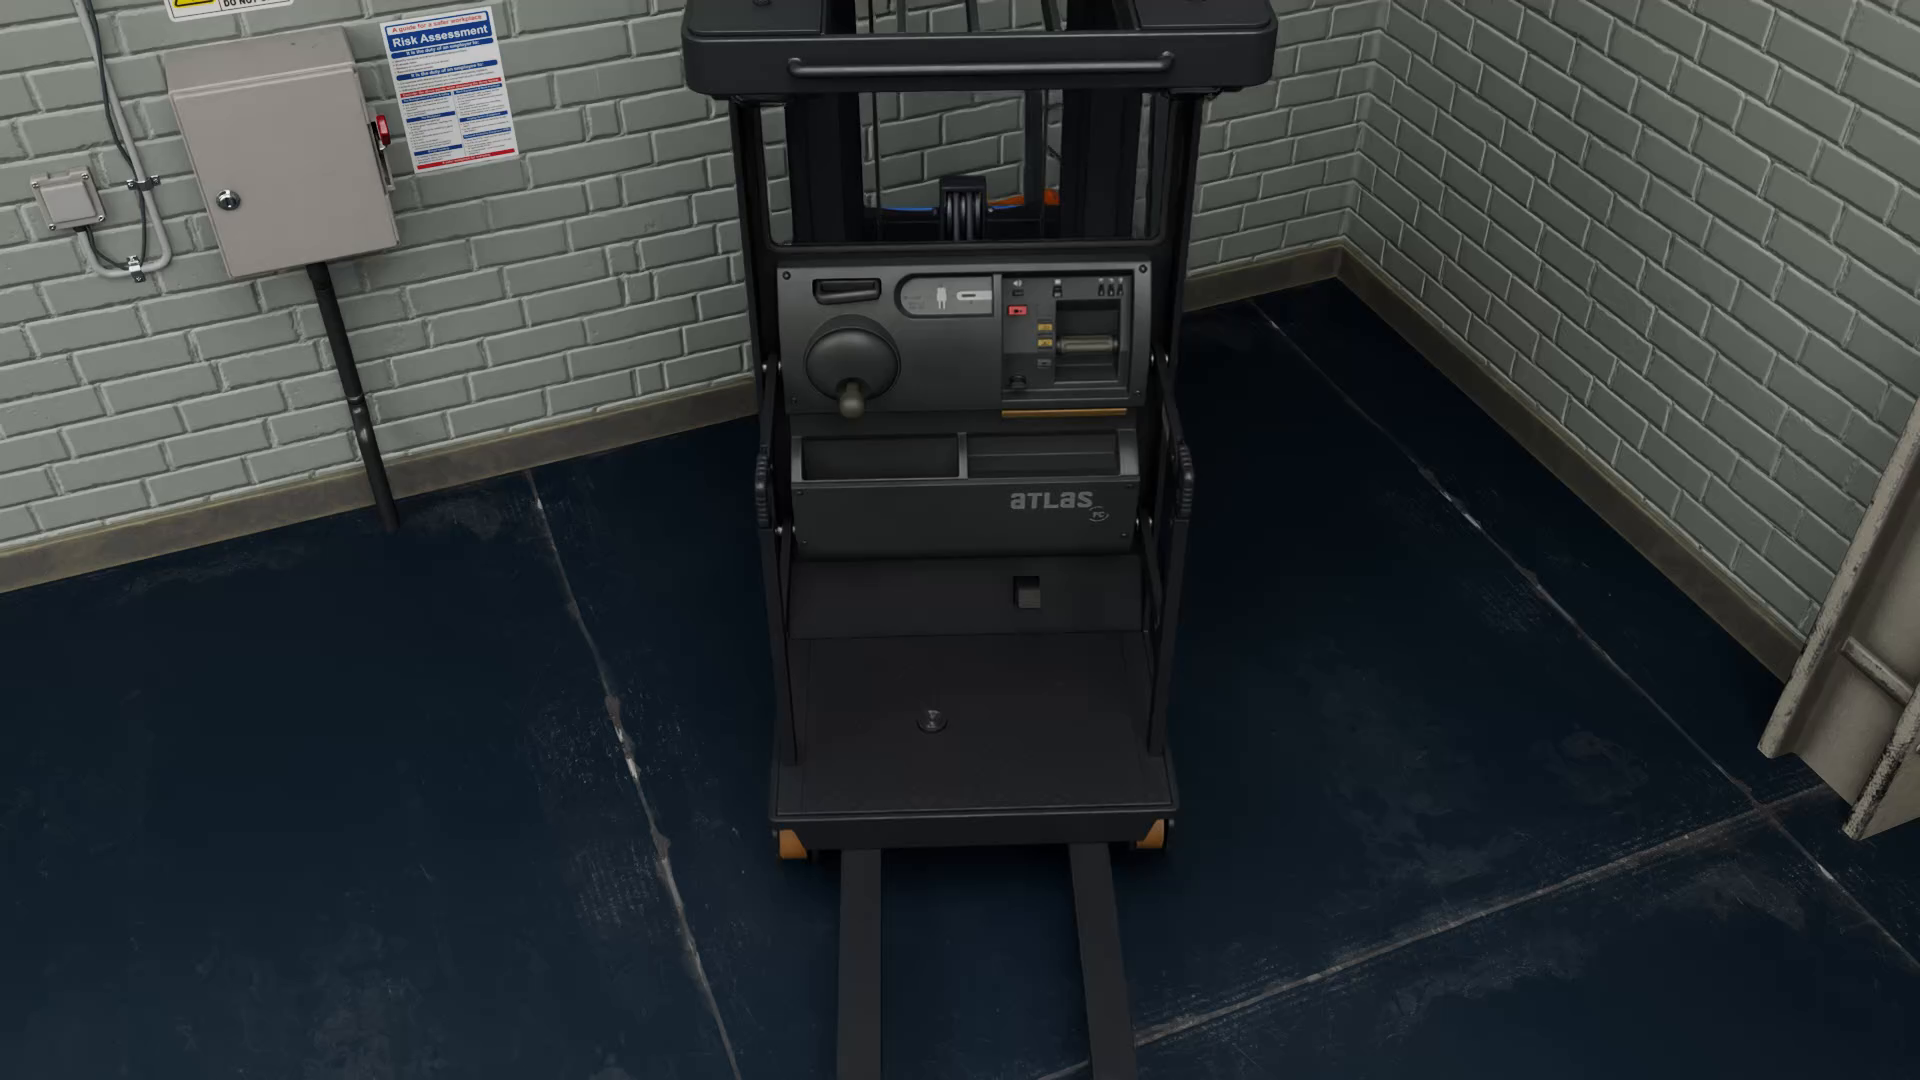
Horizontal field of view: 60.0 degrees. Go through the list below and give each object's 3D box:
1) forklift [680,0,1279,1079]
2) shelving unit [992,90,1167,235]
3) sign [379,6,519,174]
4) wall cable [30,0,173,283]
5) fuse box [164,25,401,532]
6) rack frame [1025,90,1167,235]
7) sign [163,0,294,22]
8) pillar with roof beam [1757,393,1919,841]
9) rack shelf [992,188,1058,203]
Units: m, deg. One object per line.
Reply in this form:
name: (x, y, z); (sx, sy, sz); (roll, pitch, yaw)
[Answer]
forklift: (0.024, -0.428, 4.000); (1.130, 2.935, 3.031); (-1, 41, -2)
shelving unit: (0.212, -1.196, 5.944); (0.587, 1.500, 1.083); (-20, 44, -19)
sign: (-1.568, -1.384, 5.131); (0.329, 0.494, 0.001); (-15, 43, -17)
wall cable: (-2.636, -1.481, 4.393); (0.588, 1.984, 0.122); (-15, 43, -17)
fuse box: (-1.945, -0.683, 5.232); (0.539, 1.711, 0.414); (-15, 43, -17)
rack frame: (0.449, -0.902, 5.591); (0.500, 1.500, 0.032); (-20, 44, -19)
sign: (-2.075, -1.596, 4.672); (0.339, 0.242, 0.001); (-15, 43, -17)
pillar with roof beam: (-1.354, -1.635, 0.749); (9.100, 9.000, 0.400); (-15, 43, -17)
rack shelf: (0.222, -1.055, 6.055); (0.538, 0.185, 1.000); (-20, 44, -19)
